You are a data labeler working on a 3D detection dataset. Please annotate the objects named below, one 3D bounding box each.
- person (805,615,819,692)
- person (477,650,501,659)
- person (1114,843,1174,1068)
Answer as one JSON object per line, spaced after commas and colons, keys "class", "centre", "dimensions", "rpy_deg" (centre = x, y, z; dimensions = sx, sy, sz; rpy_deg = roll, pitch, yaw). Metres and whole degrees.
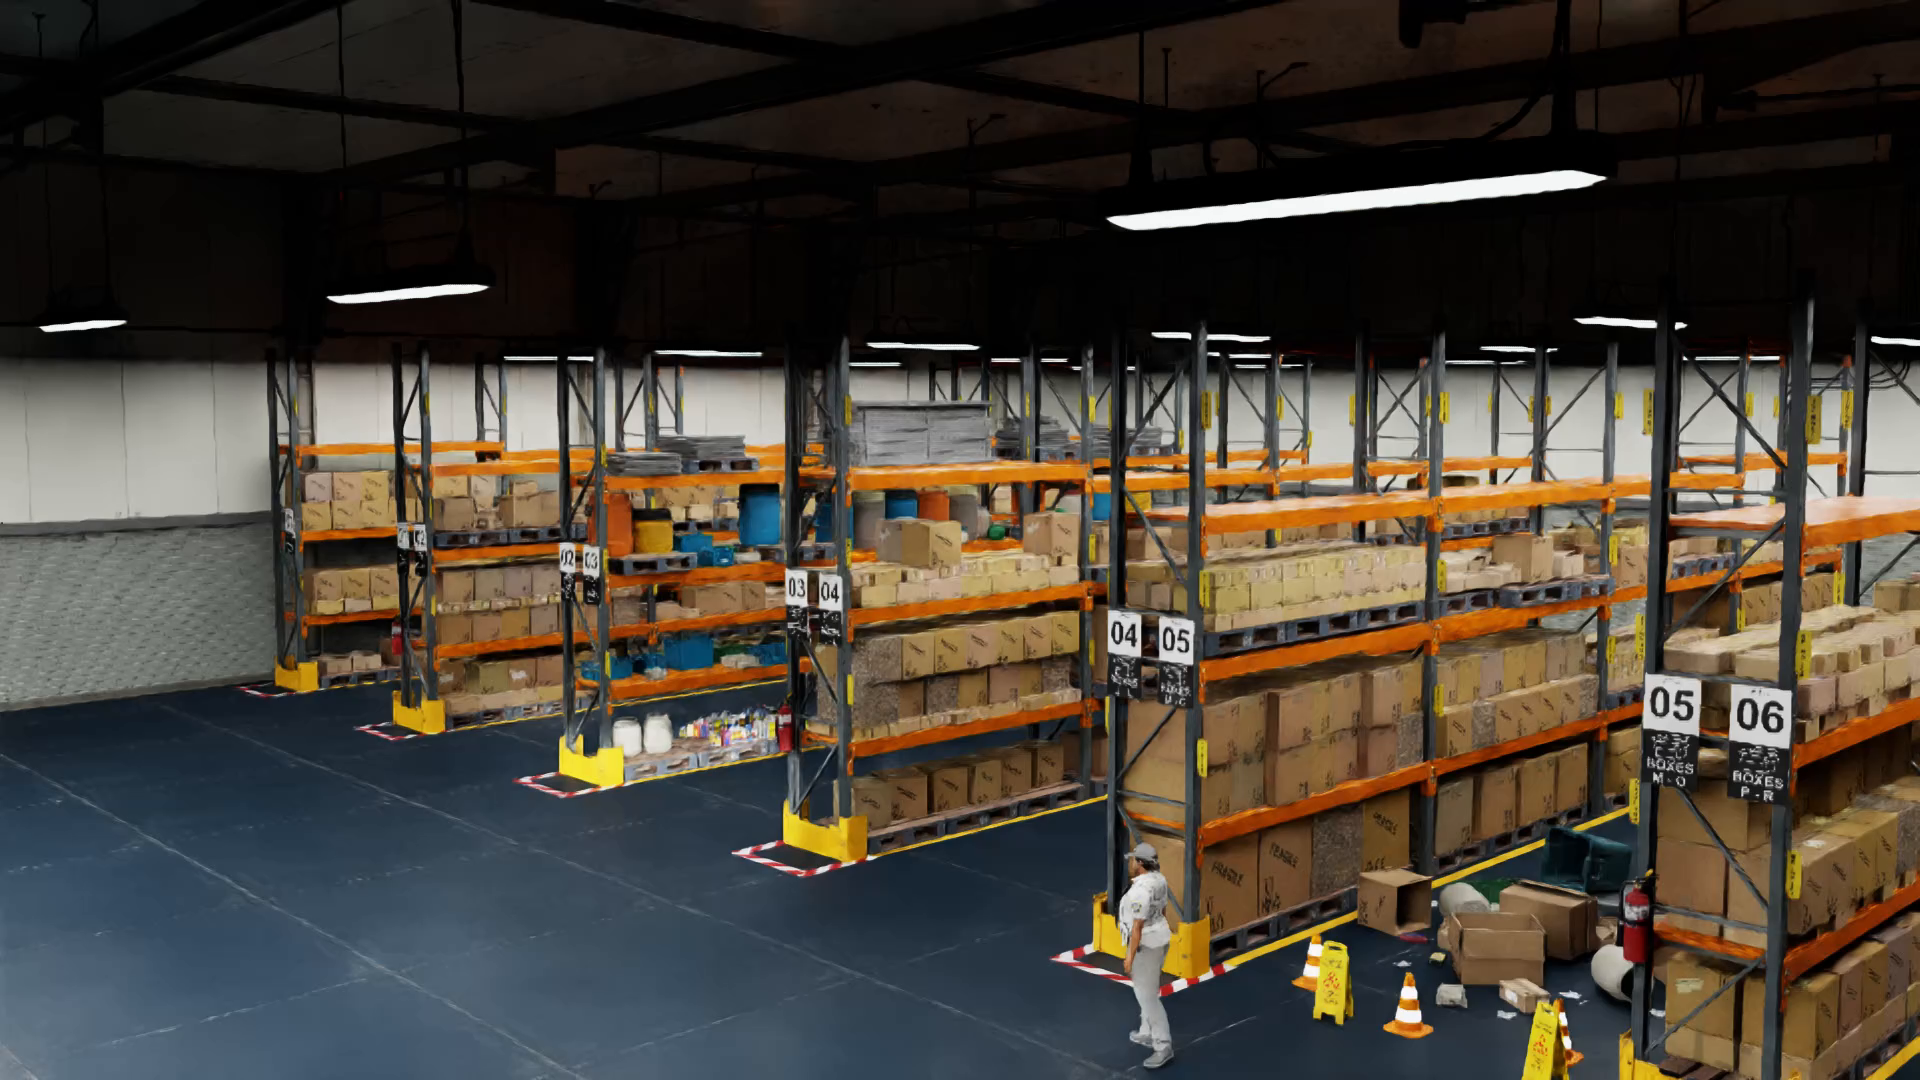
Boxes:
{"class": "person", "centre": [-2.547, 1.772, 28.994], "dimensions": [0.447, 1.770, 0.569], "rpy_deg": [2, 5, 20]}
{"class": "person", "centre": [-8.018, 1.835, 28.560], "dimensions": [0.729, 1.733, 0.546], "rpy_deg": [5, 7, 45]}
{"class": "person", "centre": [1.466, 3.221, 13.039], "dimensions": [0.508, 1.659, 0.674], "rpy_deg": [2, 5, 22]}
